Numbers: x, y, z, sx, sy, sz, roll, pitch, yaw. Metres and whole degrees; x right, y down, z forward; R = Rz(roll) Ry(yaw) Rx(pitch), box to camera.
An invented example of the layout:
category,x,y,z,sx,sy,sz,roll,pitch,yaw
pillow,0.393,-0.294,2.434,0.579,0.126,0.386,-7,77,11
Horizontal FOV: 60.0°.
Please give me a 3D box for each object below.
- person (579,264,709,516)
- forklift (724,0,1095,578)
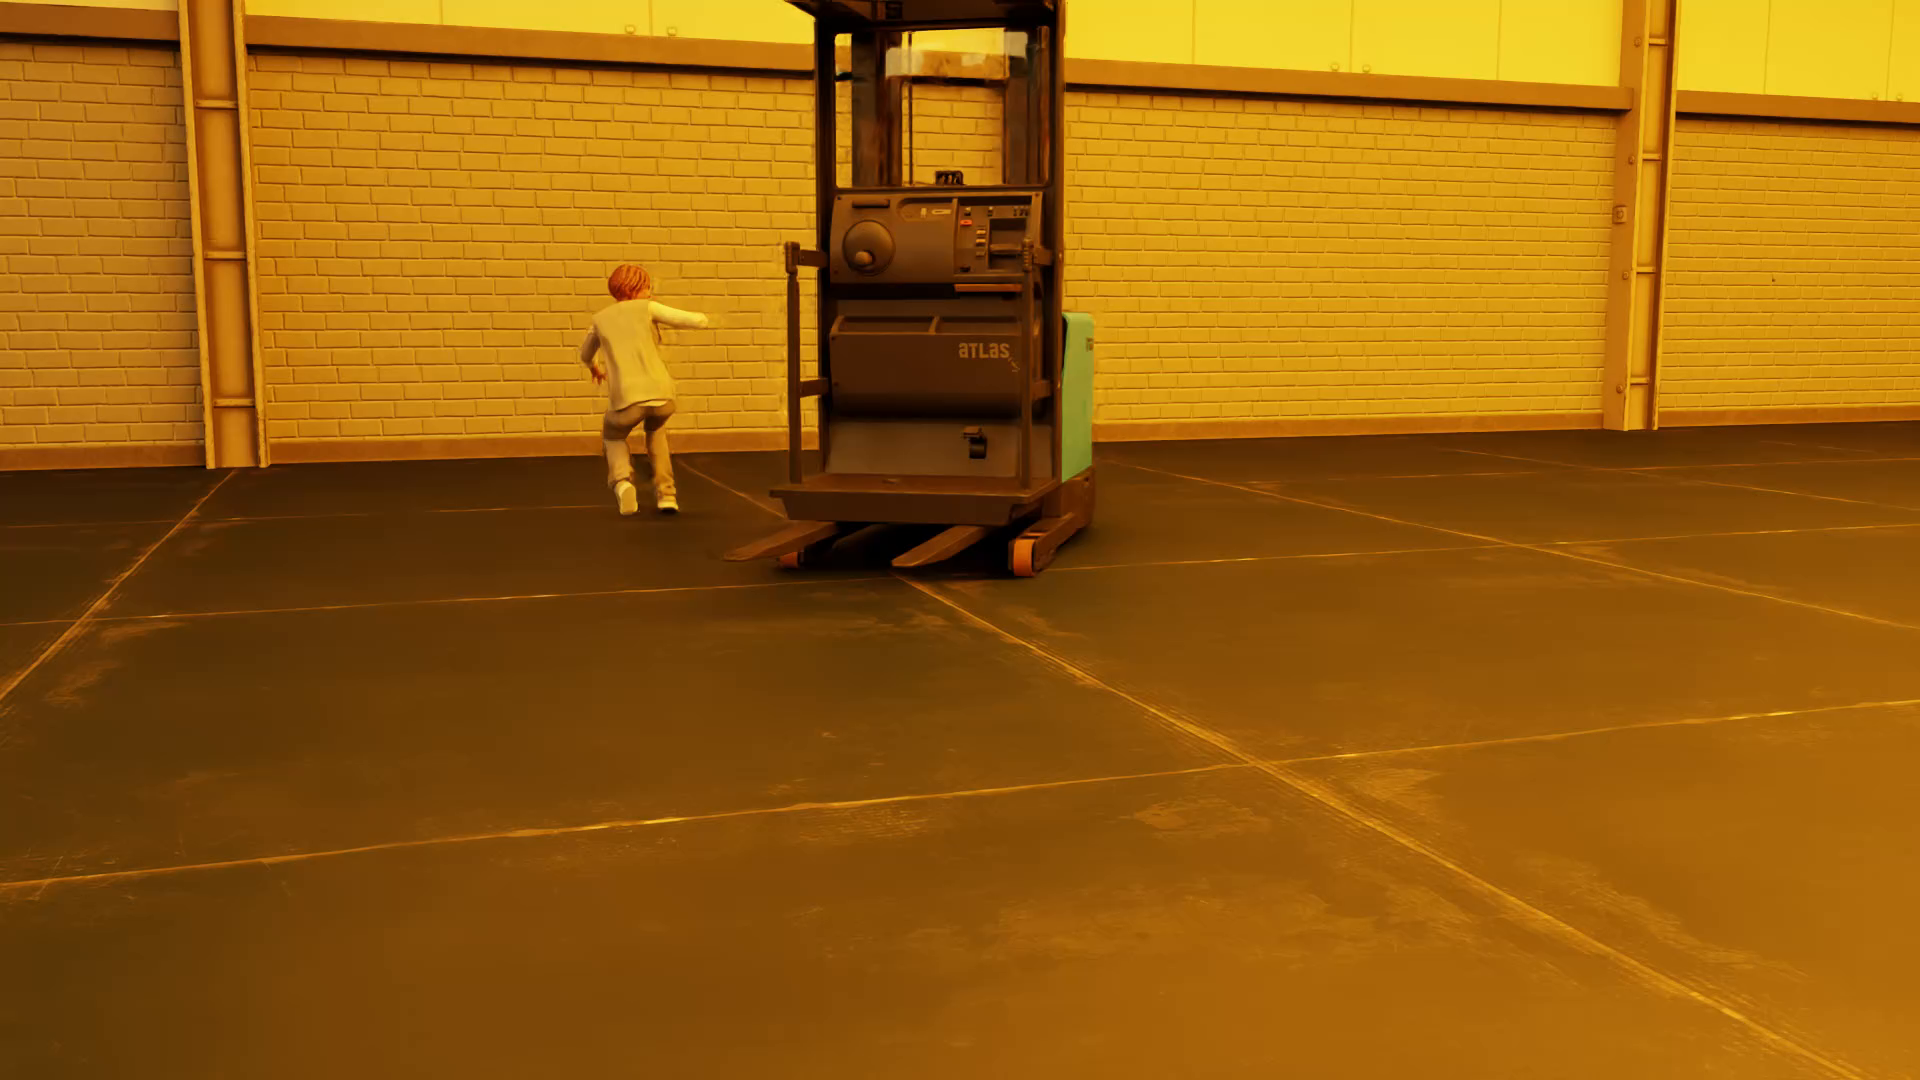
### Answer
category,x,y,z,sx,sy,sz,roll,pitch,yaw
person,-1.696,-0.803,8.932,0.680,1.324,0.881,-2,8,-11
forklift,-0.152,-1.352,6.990,1.130,2.935,3.031,2,8,13
